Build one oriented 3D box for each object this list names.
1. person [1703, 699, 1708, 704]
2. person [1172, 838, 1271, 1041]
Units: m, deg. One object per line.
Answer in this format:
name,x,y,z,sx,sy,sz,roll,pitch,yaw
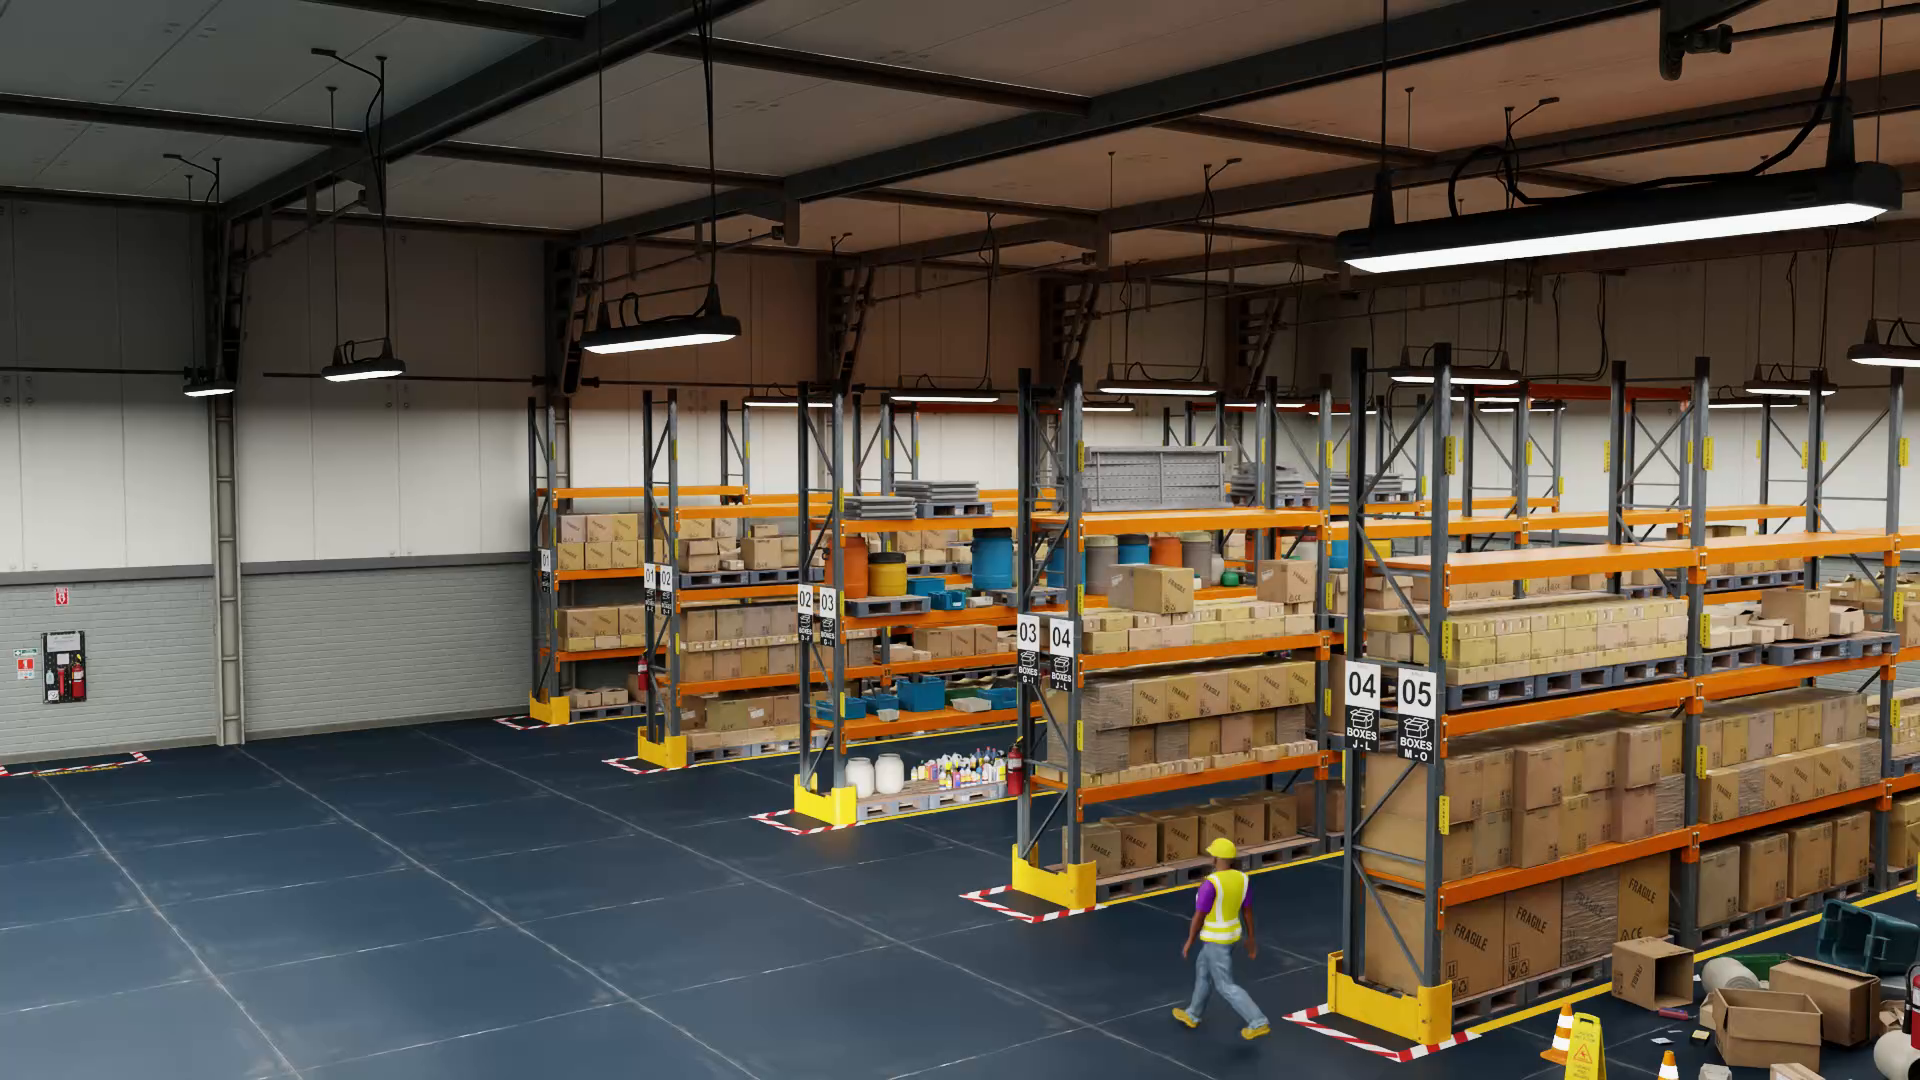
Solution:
person,10.059,2.969,22.793,0.395,1.684,0.611,2,4,27
person,2.237,3.450,14.392,1.028,1.737,0.525,2,4,31
